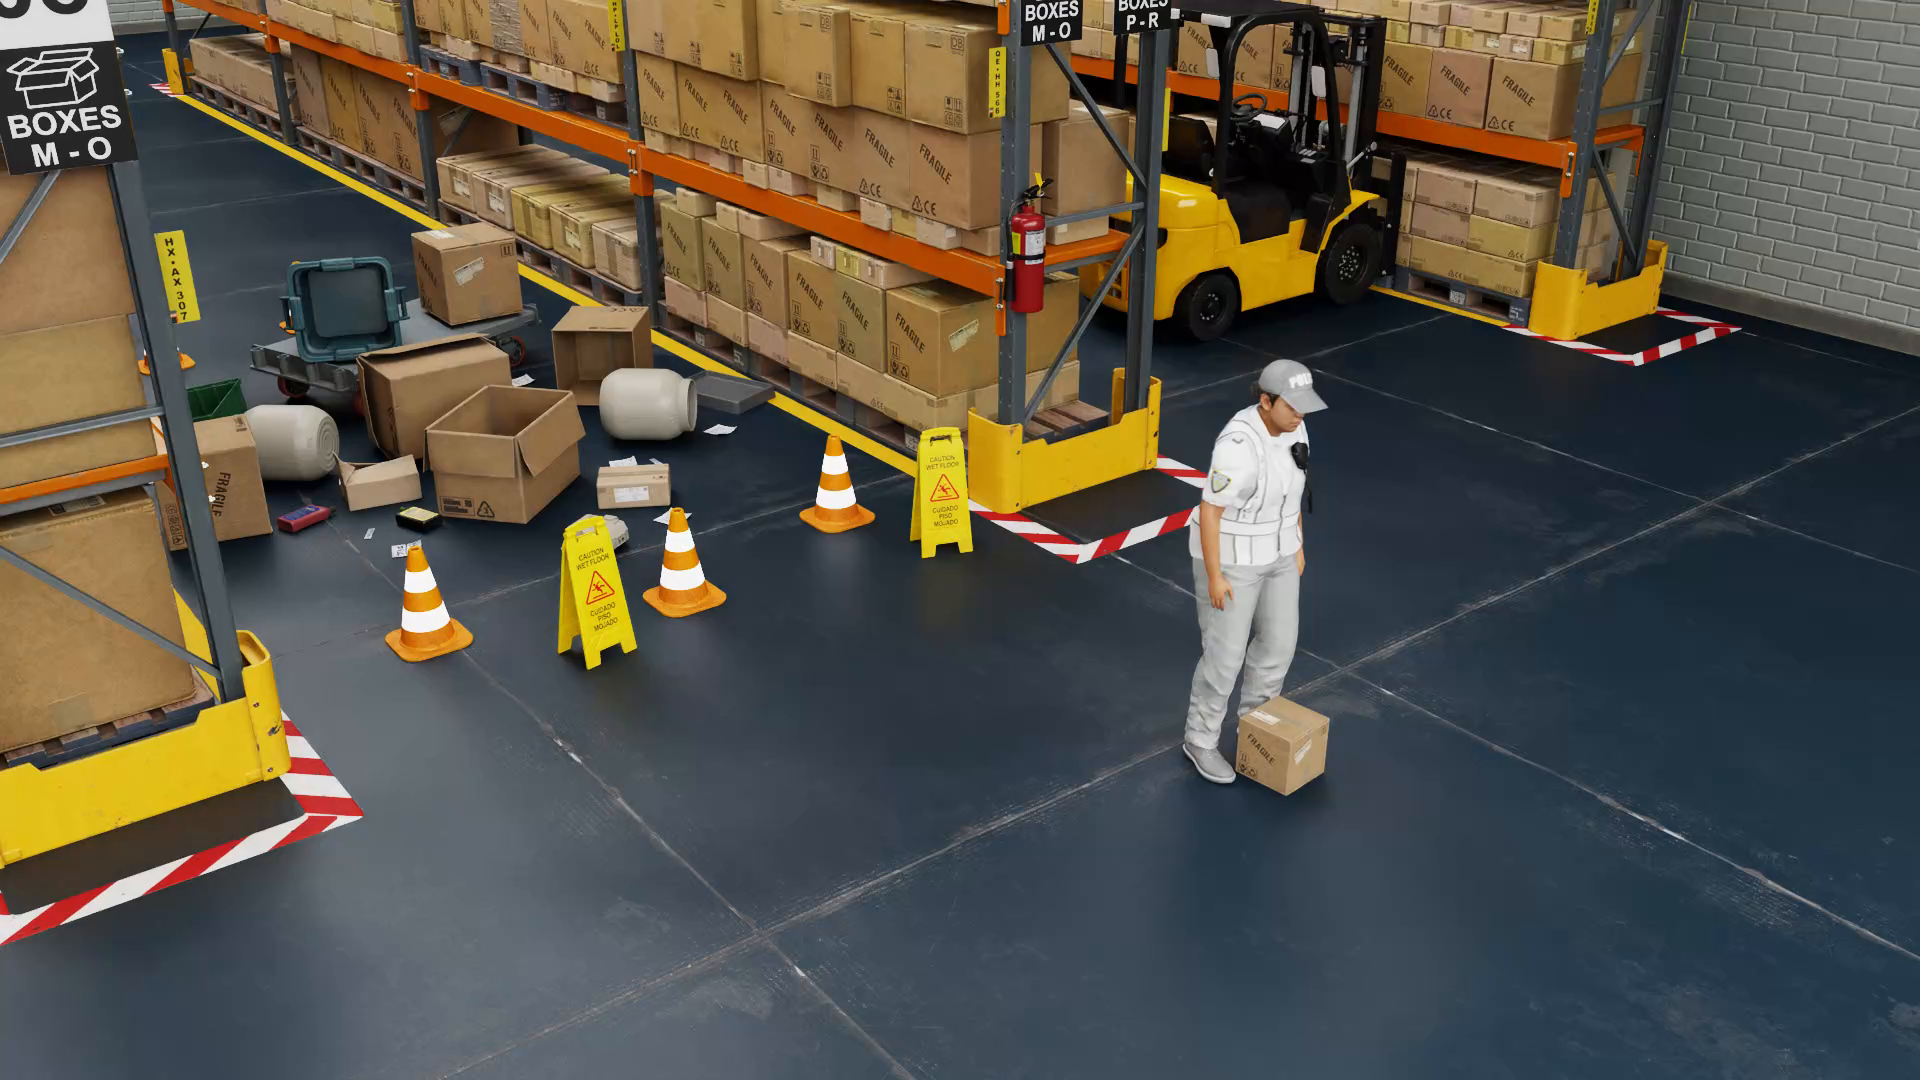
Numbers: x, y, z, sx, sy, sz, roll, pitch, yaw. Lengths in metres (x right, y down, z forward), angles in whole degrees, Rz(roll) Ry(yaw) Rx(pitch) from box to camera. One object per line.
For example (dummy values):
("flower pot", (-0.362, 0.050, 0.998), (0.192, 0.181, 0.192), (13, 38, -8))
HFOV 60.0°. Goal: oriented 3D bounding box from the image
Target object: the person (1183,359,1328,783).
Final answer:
("person", (1.132, 0.093, 6.398), (0.542, 1.666, 0.469), (-18, 31, -34))
